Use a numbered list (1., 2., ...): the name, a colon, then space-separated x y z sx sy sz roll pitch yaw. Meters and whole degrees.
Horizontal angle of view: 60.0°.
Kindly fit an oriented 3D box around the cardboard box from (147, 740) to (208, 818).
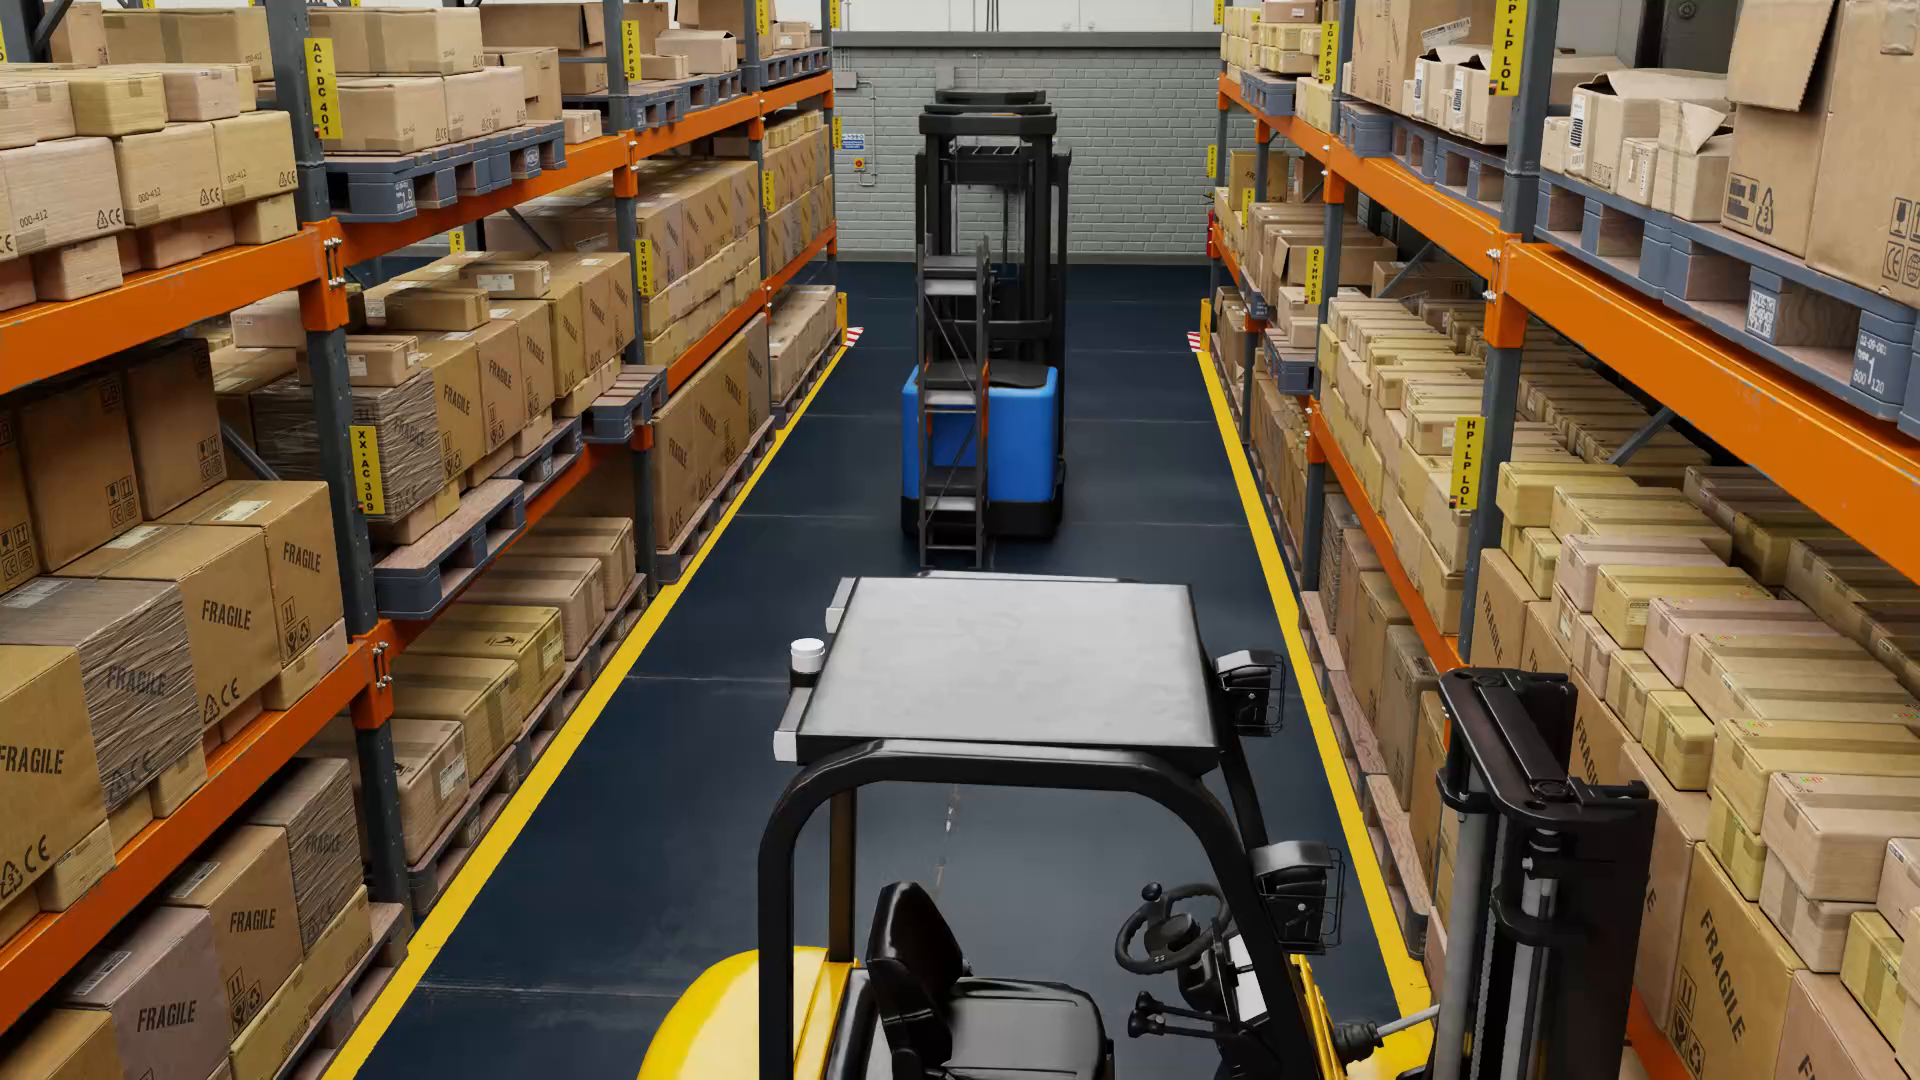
1. cardboard box: -2.466 0.692 4.896 0.380 0.149 0.250 1 18 3

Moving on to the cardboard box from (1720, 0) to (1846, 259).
1. cardboard box: 2.029 -0.858 3.408 0.797 0.503 0.637 2 18 6

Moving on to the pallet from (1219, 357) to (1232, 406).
1. pallet: 2.982 -1.492 15.638 1.003 0.211 1.213 1 18 4

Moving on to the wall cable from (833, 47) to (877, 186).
1. wall cable: -1.436 -5.826 22.703 0.585 1.953 0.123 1 18 4

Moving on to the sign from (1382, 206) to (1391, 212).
1. sign: 3.401 -2.763 13.179 0.100 0.325 0.005 1 18 4

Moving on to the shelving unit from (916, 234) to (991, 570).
1. shelving unit: -0.039 -0.889 10.764 0.431 2.100 0.503 2 18 5

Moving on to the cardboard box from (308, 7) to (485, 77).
1. cardboard box: -2.210 -1.968 6.558 0.500 0.250 0.500 1 18 3

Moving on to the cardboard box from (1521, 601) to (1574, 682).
1. cardboard box: 1.961 0.507 4.898 0.500 0.500 0.500 2 18 5

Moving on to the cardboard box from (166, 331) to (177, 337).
1. cardboard box: -7.293 -1.814 15.092 0.380 0.149 0.250 1 18 3

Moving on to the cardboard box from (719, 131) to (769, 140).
1. cardboard box: -1.844 -3.417 14.227 0.380 0.149 0.250 1 18 3

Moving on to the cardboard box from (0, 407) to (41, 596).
1. cardboard box: -3.047 -0.068 4.569 0.700 0.500 0.500 1 18 3

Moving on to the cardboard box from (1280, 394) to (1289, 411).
1. cardboard box: 2.525 -1.032 12.053 0.380 0.149 0.250 2 18 6

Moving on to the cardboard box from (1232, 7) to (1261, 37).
1. cardboard box: 2.774 -4.754 15.256 0.500 0.250 0.500 1 18 3

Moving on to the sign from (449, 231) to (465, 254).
1. sign: -2.945 -1.653 9.791 0.100 0.325 0.005 1 18 4

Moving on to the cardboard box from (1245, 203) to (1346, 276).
1. cardboard box: 2.589 -2.326 12.869 0.700 0.500 0.500 2 18 5

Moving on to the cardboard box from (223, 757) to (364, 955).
1. cardboard box: -2.452 1.091 5.812 0.500 0.500 0.500 1 18 3

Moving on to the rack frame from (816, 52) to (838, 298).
1. rack frame: -1.817 -3.576 17.520 1.000 3.000 0.127 1 18 4

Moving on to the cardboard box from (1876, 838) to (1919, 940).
1. cardboard box: 1.873 0.655 2.927 0.380 0.149 0.250 1 18 4

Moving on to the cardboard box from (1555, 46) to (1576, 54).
1. cardboard box: 2.764 -2.352 8.373 0.500 0.250 0.500 1 18 4

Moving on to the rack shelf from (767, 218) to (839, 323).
1. rack shelf: -1.961 -2.613 15.736 1.077 0.370 4.000 1 18 4

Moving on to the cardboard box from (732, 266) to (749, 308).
1. cardboard box: -1.922 -1.959 12.827 0.500 0.250 0.500 1 18 3

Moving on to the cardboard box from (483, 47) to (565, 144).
1. cardboard box: -2.469 -2.270 8.557 0.700 0.500 0.500 1 18 4

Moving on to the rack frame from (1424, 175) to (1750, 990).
1. rack frame: 2.274 0.260 5.811 1.000 3.000 0.127 1 18 4

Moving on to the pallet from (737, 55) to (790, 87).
1. pallet: -2.035 -3.971 14.050 1.003 0.211 1.213 1 18 4

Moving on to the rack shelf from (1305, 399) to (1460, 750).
1. rack shelf: 2.417 -0.019 7.819 1.077 0.370 4.000 1 18 4

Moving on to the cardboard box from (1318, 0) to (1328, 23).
1. cardboard box: 2.894 -4.019 12.479 0.396 0.266 0.258 1 18 3

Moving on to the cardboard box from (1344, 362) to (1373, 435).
1. cardboard box: 2.192 -0.698 8.174 0.500 0.250 0.500 1 18 3

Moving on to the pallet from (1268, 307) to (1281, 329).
1. pallet: 2.695 -1.495 11.476 1.003 0.211 1.213 1 18 4

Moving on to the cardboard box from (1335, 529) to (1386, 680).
1. cardboard box: 2.463 0.344 8.696 0.875 0.625 0.625 2 18 6

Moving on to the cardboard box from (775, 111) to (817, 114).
1. cardboard box: -1.637 -4.212 16.651 0.380 0.149 0.250 2 18 5

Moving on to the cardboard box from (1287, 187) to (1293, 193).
1. cardboard box: 3.366 -3.388 16.708 0.500 0.250 0.500 2 18 6

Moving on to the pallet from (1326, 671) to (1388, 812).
1. pallet: 2.372 0.976 8.106 1.003 0.211 1.213 1 18 4

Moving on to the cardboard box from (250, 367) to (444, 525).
1. cardboard box: -2.358 -0.377 6.443 0.500 0.500 0.500 2 18 5

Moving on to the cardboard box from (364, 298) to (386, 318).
1. cardboard box: -2.759 -0.863 7.927 0.500 0.500 0.500 1 18 2

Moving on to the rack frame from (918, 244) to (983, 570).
1. rack frame: -0.061 -0.813 10.533 0.400 2.100 0.015 2 18 5

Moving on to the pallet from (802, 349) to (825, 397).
1. pallet: -1.887 -1.623 16.037 1.003 0.211 1.213 1 18 4

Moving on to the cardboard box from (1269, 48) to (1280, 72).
1. cardboard box: 2.331 -3.297 11.420 0.380 0.149 0.250 2 18 5

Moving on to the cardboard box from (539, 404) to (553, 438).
1. cardboard box: -2.212 -0.582 8.110 0.380 0.149 0.250 1 18 2

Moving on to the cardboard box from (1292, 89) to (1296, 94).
1. cardboard box: 2.578 -3.648 13.327 0.380 0.149 0.250 1 18 4

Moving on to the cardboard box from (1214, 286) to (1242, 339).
1. cardboard box: 2.996 -2.292 16.935 0.797 0.503 0.637 1 18 2

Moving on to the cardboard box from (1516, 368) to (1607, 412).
1. cardboard box: 2.669 -0.672 7.455 0.380 0.149 0.250 1 18 4

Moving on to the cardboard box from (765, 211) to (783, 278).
1. cardboard box: -1.809 -2.521 14.140 0.500 0.500 0.500 2 18 6

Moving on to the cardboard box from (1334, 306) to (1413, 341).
1. cardboard box: 2.226 -1.162 8.951 0.380 0.149 0.250 2 18 5

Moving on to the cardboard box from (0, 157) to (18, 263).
1. cardboard box: -2.548 -0.728 3.775 0.500 0.250 0.500 2 18 5

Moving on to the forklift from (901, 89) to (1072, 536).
1. forklift: 0.249 -1.832 12.308 1.130 2.935 3.031 2 18 5

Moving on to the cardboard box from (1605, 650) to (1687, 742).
1. cardboard box: 1.868 0.395 4.199 0.380 0.149 0.250 1 18 2

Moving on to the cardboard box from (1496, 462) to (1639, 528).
1. cardboard box: 1.955 -0.144 5.366 0.380 0.149 0.250 2 18 5

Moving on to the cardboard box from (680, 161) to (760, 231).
1. cardboard box: -1.886 -2.712 13.116 0.500 0.500 0.500 2 18 6

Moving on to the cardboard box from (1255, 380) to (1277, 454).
1. cardboard box: 2.560 -0.925 12.769 0.500 0.500 0.500 1 18 3

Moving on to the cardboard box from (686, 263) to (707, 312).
1. cardboard box: -2.022 -1.725 11.307 0.500 0.250 0.500 1 18 4

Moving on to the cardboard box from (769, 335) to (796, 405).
1. cardboard box: -1.952 -1.508 14.650 0.875 0.438 0.875 1 18 3

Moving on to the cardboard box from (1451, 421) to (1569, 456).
1. cardboard box: 2.147 -0.362 6.507 0.380 0.149 0.250 1 18 4

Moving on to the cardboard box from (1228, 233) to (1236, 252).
1. cardboard box: 2.696 -2.770 15.463 0.380 0.149 0.250 2 18 5

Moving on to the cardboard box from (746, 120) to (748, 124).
1. cardboard box: -2.167 -3.977 15.935 0.380 0.149 0.250 1 18 4
